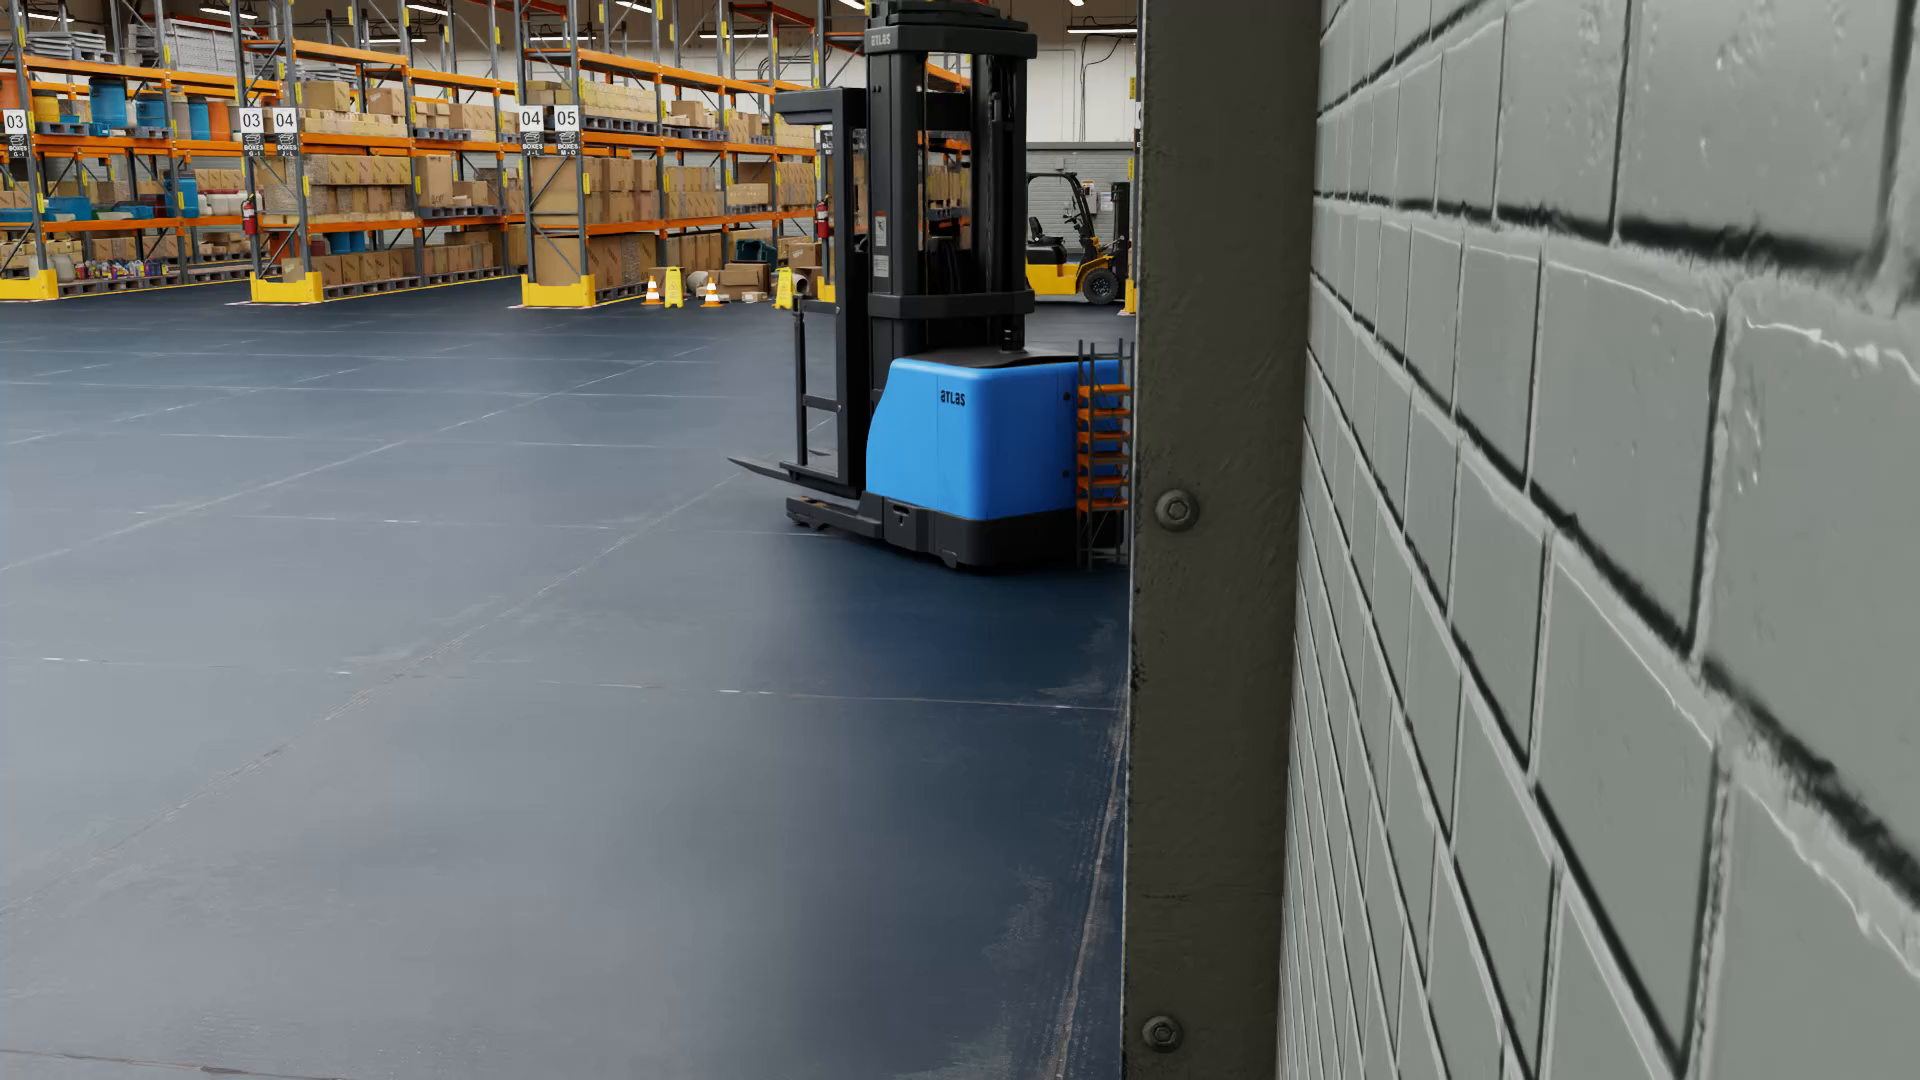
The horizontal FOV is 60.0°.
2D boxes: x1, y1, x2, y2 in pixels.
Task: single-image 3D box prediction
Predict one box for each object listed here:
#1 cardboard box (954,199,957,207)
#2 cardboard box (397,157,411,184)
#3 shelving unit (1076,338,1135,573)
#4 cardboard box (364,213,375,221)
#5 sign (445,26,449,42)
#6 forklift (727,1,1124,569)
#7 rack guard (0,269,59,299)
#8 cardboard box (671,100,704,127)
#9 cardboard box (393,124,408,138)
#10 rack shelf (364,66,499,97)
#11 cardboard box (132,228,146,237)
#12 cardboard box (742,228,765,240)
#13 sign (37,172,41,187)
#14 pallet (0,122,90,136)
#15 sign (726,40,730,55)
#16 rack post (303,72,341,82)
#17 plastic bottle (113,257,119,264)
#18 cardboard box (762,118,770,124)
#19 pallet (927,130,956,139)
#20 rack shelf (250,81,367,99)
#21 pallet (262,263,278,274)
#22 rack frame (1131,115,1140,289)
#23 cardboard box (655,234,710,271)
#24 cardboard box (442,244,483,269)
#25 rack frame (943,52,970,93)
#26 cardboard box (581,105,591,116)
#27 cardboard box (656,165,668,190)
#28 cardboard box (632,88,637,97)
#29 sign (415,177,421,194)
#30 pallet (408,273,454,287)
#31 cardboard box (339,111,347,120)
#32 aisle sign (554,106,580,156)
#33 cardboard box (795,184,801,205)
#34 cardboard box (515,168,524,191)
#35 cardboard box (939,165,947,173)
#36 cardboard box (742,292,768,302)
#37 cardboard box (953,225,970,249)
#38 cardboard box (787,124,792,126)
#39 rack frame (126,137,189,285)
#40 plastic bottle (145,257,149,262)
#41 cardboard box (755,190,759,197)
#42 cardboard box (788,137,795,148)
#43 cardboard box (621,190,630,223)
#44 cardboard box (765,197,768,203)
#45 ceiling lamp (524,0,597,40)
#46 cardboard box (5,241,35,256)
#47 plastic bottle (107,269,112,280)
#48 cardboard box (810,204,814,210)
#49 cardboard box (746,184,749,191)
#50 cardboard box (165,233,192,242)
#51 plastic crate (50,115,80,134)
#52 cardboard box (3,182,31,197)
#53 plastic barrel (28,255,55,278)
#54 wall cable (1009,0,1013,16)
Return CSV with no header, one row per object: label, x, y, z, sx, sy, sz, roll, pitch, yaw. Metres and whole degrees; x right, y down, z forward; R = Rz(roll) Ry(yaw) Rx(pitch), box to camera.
cardboard box,-0.267,-6.774,33.404,0.380,0.149,0.250,2,12,8
cardboard box,-10.690,-6.948,31.297,0.500,0.500,0.500,2,12,9
shelving unit,0.759,-0.439,8.677,0.258,1.200,0.189,-4,13,-14
cardboard box,-10.880,-5.879,30.248,0.380,0.149,0.250,2,12,9
sign,-10.826,-10.684,35.117,0.100,0.325,0.005,2,12,9
forklift,-0.377,-1.542,9.692,1.130,2.935,3.031,-9,15,-35
rack guard,-16.437,-4.491,29.145,1.175,0.500,0.348,2,12,9
cardboard box,-5.383,-8.417,32.838,0.500,0.500,0.500,2,12,9
cardboard box,-10.705,-7.657,31.141,0.500,0.250,0.500,2,12,11
rack shelf,-10.585,-9.169,33.338,1.077,0.370,4.000,2,12,9
cardboard box,-19.919,-7.413,39.882,0.500,0.250,0.500,2,12,9
cardboard box,-4.734,-6.931,37.693,0.500,0.250,0.500,2,12,11
sign,-20.603,-8.065,37.236,0.100,0.325,0.005,2,12,9
pallet,-16.178,-7.239,29.290,1.003,0.211,1.213,2,12,9
sign,-5.310,-11.301,38.165,0.100,0.325,0.005,2,12,9
rack post,-14.742,-10.456,37.839,0.937,0.300,0.954,3,13,15
plastic bottle,-16.321,-5.294,32.180,0.144,0.351,0.185,2,12,10
cardboard box,-4.493,-9.736,38.654,0.380,0.149,0.250,2,12,8
pallet,-0.744,-7.762,31.717,1.213,0.211,1.003,2,12,9
rack shelf,-14.864,-10.163,37.946,1.077,0.370,4.000,2,12,9
pallet,-15.091,-6.163,37.590,1.003,0.211,1.213,2,12,9
rack frame,3.190,-5.054,25.824,1.000,3.000,0.127,2,12,9
cardboard box,-5.706,-5.818,33.714,1.050,0.750,0.750,2,12,10
cardboard box,-10.433,-5.937,34.813,0.700,0.500,0.500,1,12,4
rack frame,0.130,-10.645,37.526,1.000,3.000,0.127,2,12,9
cardboard box,-6.253,-7.012,27.152,0.380,0.149,0.250,2,12,9
cardboard box,-5.937,-6.827,31.442,0.700,0.500,0.500,2,12,8
cardboard box,-5.903,-7.876,29.269,0.380,0.149,0.250,2,12,9
sign,-10.355,-6.775,31.755,0.100,0.325,0.005,2,12,9
pallet,-10.774,-5.167,32.966,1.003,0.211,1.213,2,12,9
cardboard box,-11.003,-7.442,29.197,0.380,0.149,0.250,1,12,6
aisle sign,-6.337,-6.600,26.826,0.394,0.787,0.004,2,12,9
cardboard box,-4.216,-8.460,40.685,0.500,0.500,0.500,3,12,11
cardboard box,-10.046,-8.027,37.001,0.797,0.503,0.637,2,12,10
cardboard box,-0.458,-7.246,32.517,0.380,0.149,0.250,1,12,6
cardboard box,-3.510,-4.158,28.436,0.380,0.149,0.250,10,15,38
cardboard box,-0.156,-6.372,35.989,0.875,0.875,0.875,2,12,9
cardboard box,-4.243,-10.008,39.916,0.380,0.149,0.250,3,12,11
rack frame,-15.787,-6.528,32.665,1.000,3.000,0.127,2,12,9
plastic bottle,-15.743,-5.310,32.254,0.144,0.351,0.185,2,12,9
cardboard box,-4.761,-7.826,37.583,0.380,0.149,0.250,1,12,7
cardboard box,-4.277,-9.544,39.897,0.500,0.250,0.500,2,12,11
cardboard box,-6.296,-5.845,29.137,0.875,0.550,0.500,2,12,9
cardboard box,-4.642,-7.845,38.373,0.380,0.149,0.250,2,12,7
ceiling lamp,-11.040,-15.289,45.223,2.000,3.185,0.800,2,12,9
cardboard box,-20.136,-6.223,35.447,0.500,0.311,0.500,2,12,10
plastic bottle,-15.799,-4.931,30.854,0.097,0.201,0.097,0,12,0
cardboard box,-3.933,-8.484,42.337,0.380,0.149,0.250,2,12,9
cardboard box,-4.887,-7.807,36.788,0.380,0.149,0.250,2,12,8
cardboard box,-19.643,-7.476,41.951,0.500,0.500,0.500,2,12,9
plastic crate,-16.406,-7.561,30.374,0.392,0.384,0.575,2,12,9
cardboard box,-24.246,-8.773,42.372,0.980,0.700,0.700,2,12,10
plastic barrel,-16.376,-4.824,29.666,0.421,0.512,0.421,0,12,0
wall cable,0.306,-15.930,46.386,2.355,3.000,0.029,2,12,9
